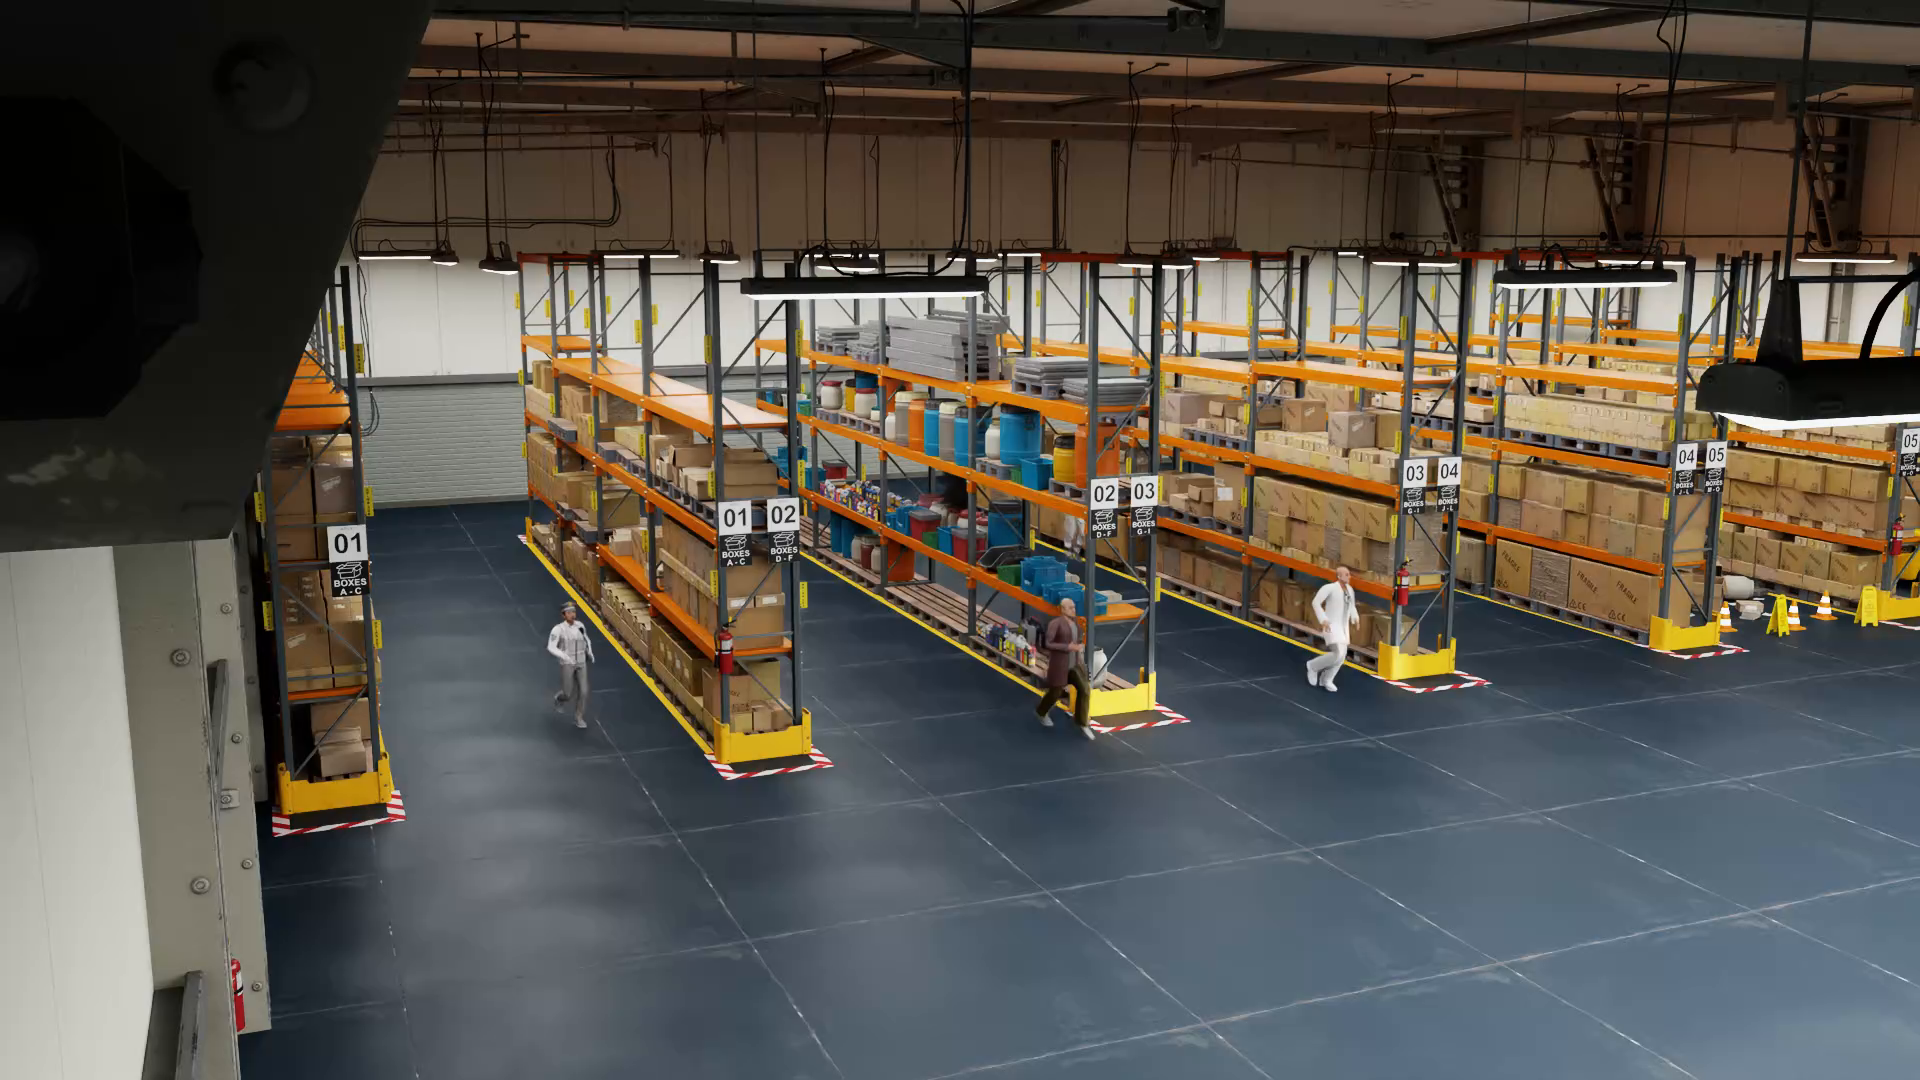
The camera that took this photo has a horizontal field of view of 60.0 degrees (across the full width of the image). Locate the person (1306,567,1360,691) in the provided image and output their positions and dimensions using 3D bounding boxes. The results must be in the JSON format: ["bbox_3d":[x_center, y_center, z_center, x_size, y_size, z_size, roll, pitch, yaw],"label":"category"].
[{"bbox_3d":[5.338,1.328,23.552,0.729,1.540,0.606,-8,13,-39],"label":"person"}]

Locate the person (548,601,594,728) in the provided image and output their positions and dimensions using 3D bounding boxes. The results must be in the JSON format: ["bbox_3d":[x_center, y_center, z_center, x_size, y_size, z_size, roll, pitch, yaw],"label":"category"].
[{"bbox_3d":[-5.082,1.602,21.700,0.589,1.645,0.652,-8,13,-38],"label":"person"}]

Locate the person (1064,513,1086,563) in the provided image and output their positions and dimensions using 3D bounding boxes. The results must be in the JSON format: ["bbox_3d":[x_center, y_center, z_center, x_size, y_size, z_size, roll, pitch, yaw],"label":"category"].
[{"bbox_3d":[2.166,-0.448,31.136,0.648,1.813,0.643,-5,11,-24],"label":"person"}]

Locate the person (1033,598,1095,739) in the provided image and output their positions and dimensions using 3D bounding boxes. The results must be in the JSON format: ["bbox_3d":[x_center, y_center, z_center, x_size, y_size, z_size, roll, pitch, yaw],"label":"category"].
[{"bbox_3d":[1.312,1.627,21.305,0.727,1.826,0.916,-9,14,-40],"label":"person"}]
